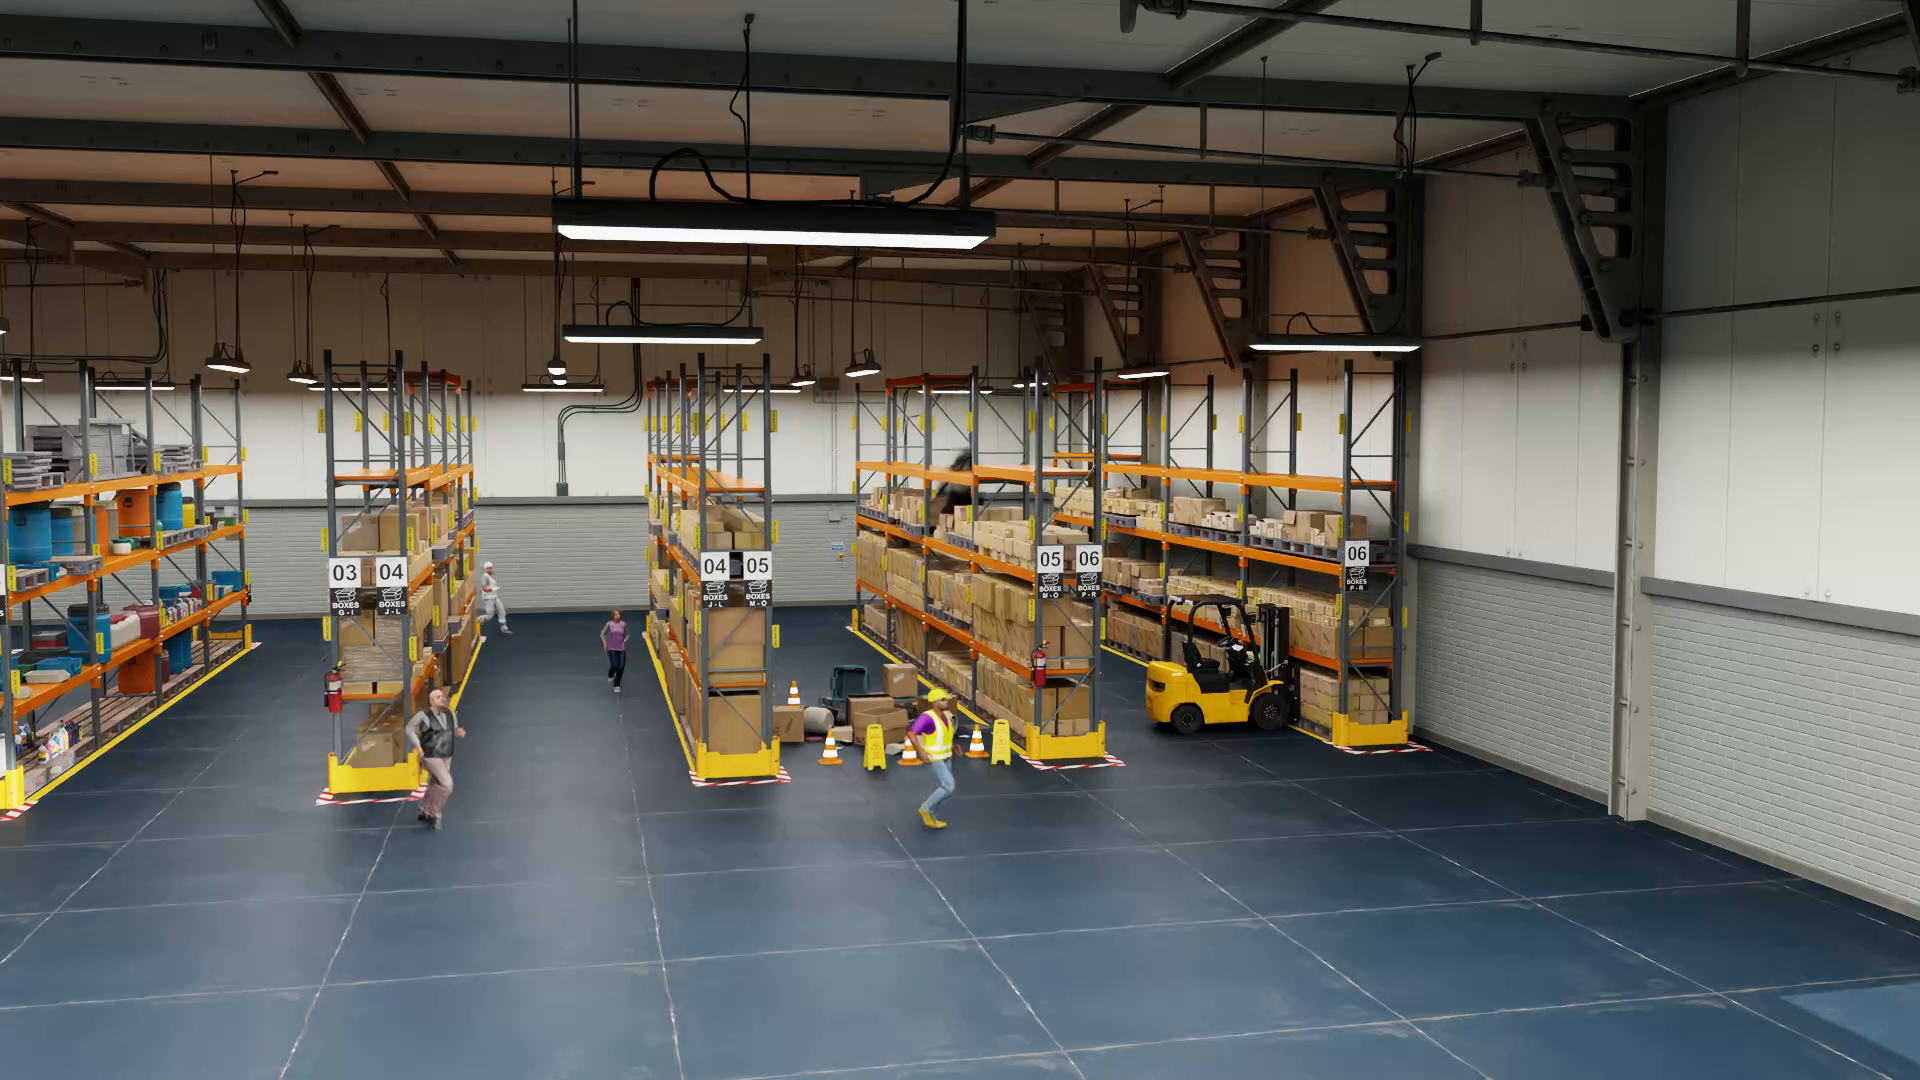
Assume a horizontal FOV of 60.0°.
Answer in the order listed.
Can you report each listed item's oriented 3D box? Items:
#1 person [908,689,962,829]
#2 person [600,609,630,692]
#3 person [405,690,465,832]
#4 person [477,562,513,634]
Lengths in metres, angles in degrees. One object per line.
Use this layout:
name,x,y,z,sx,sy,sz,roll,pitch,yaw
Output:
person,-0.258,2.702,20.534,0.503,1.733,0.700,2,5,29
person,-6.408,2.066,31.042,0.529,1.558,0.534,-2,4,-24
person,-6.451,2.651,20.598,0.742,1.612,0.627,2,5,28
person,-11.161,1.393,39.450,0.937,1.762,0.686,0,4,5
